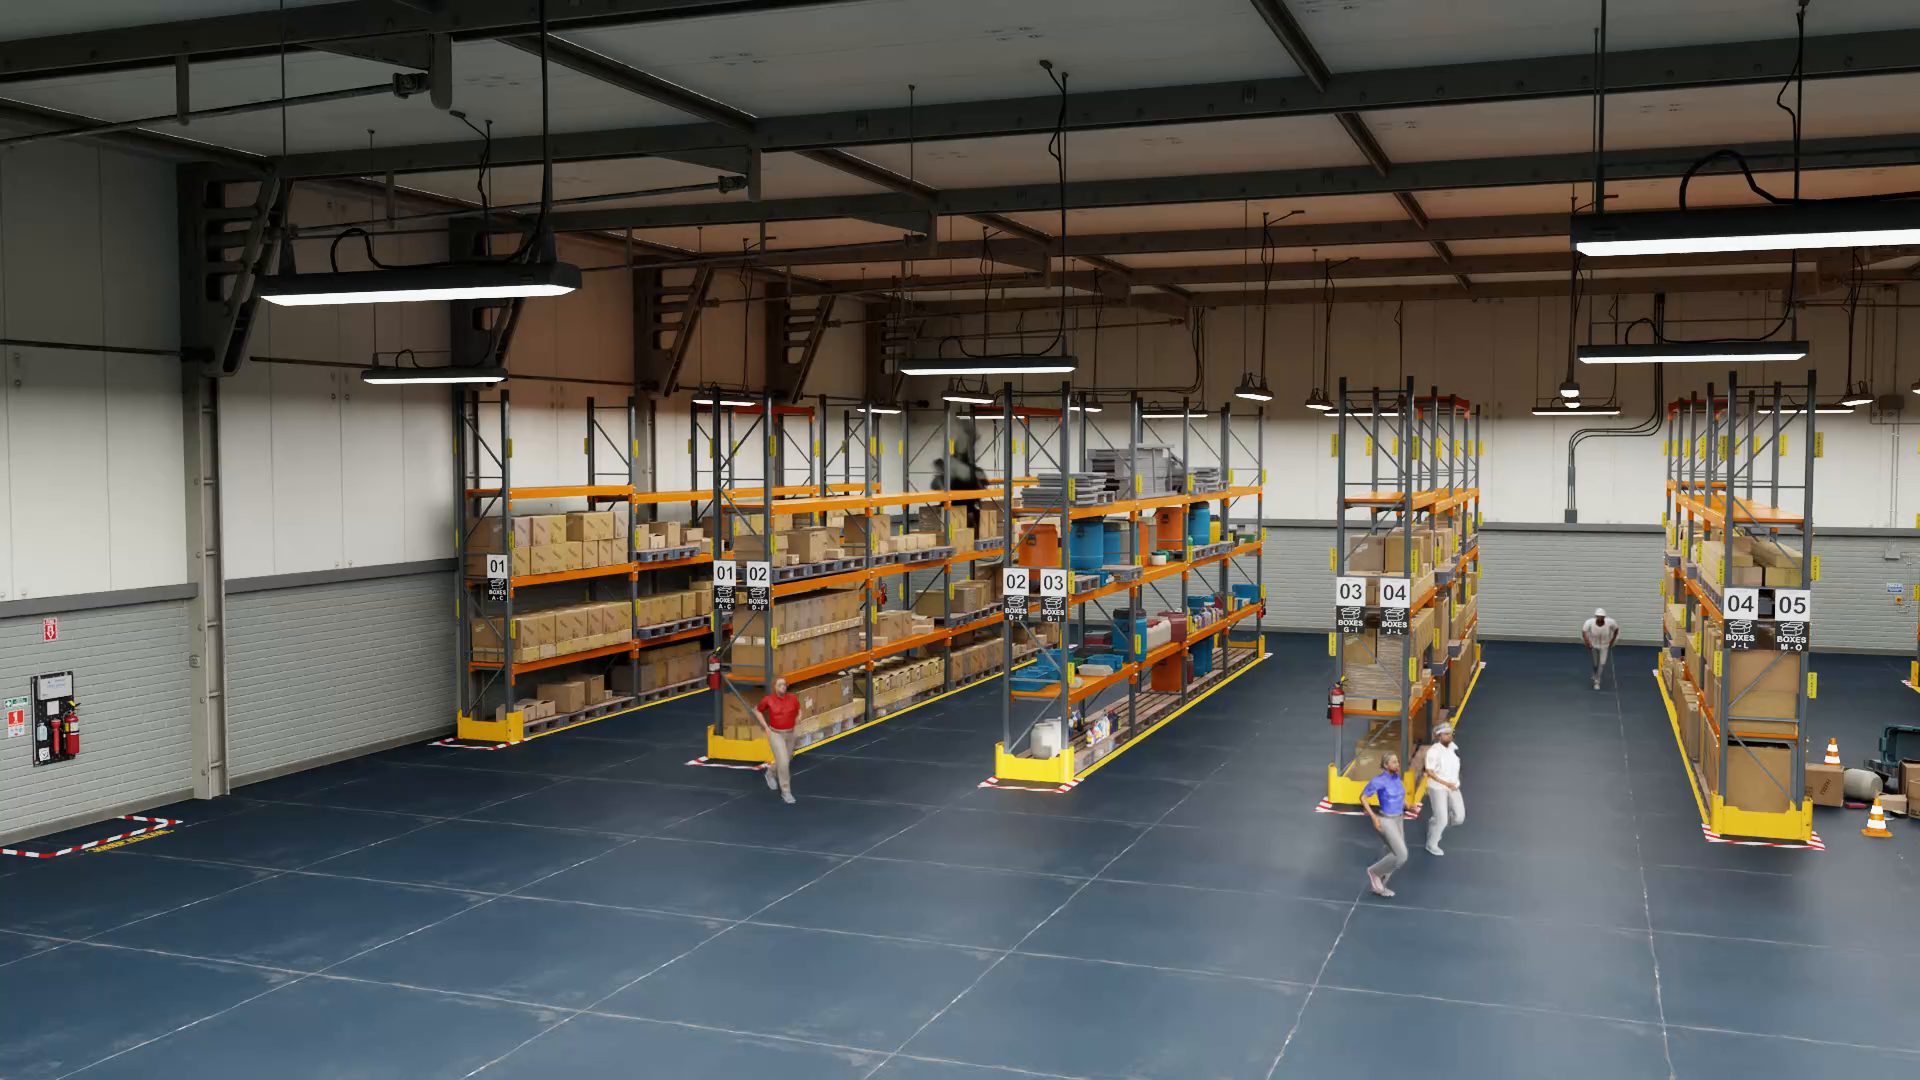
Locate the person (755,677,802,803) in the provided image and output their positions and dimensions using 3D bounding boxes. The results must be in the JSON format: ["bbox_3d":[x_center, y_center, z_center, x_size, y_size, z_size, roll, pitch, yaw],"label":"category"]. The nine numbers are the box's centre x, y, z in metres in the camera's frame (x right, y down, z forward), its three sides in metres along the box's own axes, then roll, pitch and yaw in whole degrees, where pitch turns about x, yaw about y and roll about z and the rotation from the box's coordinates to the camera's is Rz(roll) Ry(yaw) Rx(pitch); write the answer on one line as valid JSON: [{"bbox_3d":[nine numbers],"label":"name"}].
[{"bbox_3d":[-2.558,2.830,23.836,0.647,1.744,0.911,-2,4,-35],"label":"person"}]

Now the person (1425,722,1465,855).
[{"bbox_3d":[5.991,3.053,20.460,0.595,1.657,0.621,-1,3,-23],"label":"person"}]

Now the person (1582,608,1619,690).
[{"bbox_3d":[13.398,2.258,34.837,0.715,1.716,1.001,1,3,15],"label":"person"}]

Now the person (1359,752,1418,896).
[{"bbox_3d":[4.812,3.218,18.475,0.560,1.517,0.576,-3,4,-43],"label":"person"}]
